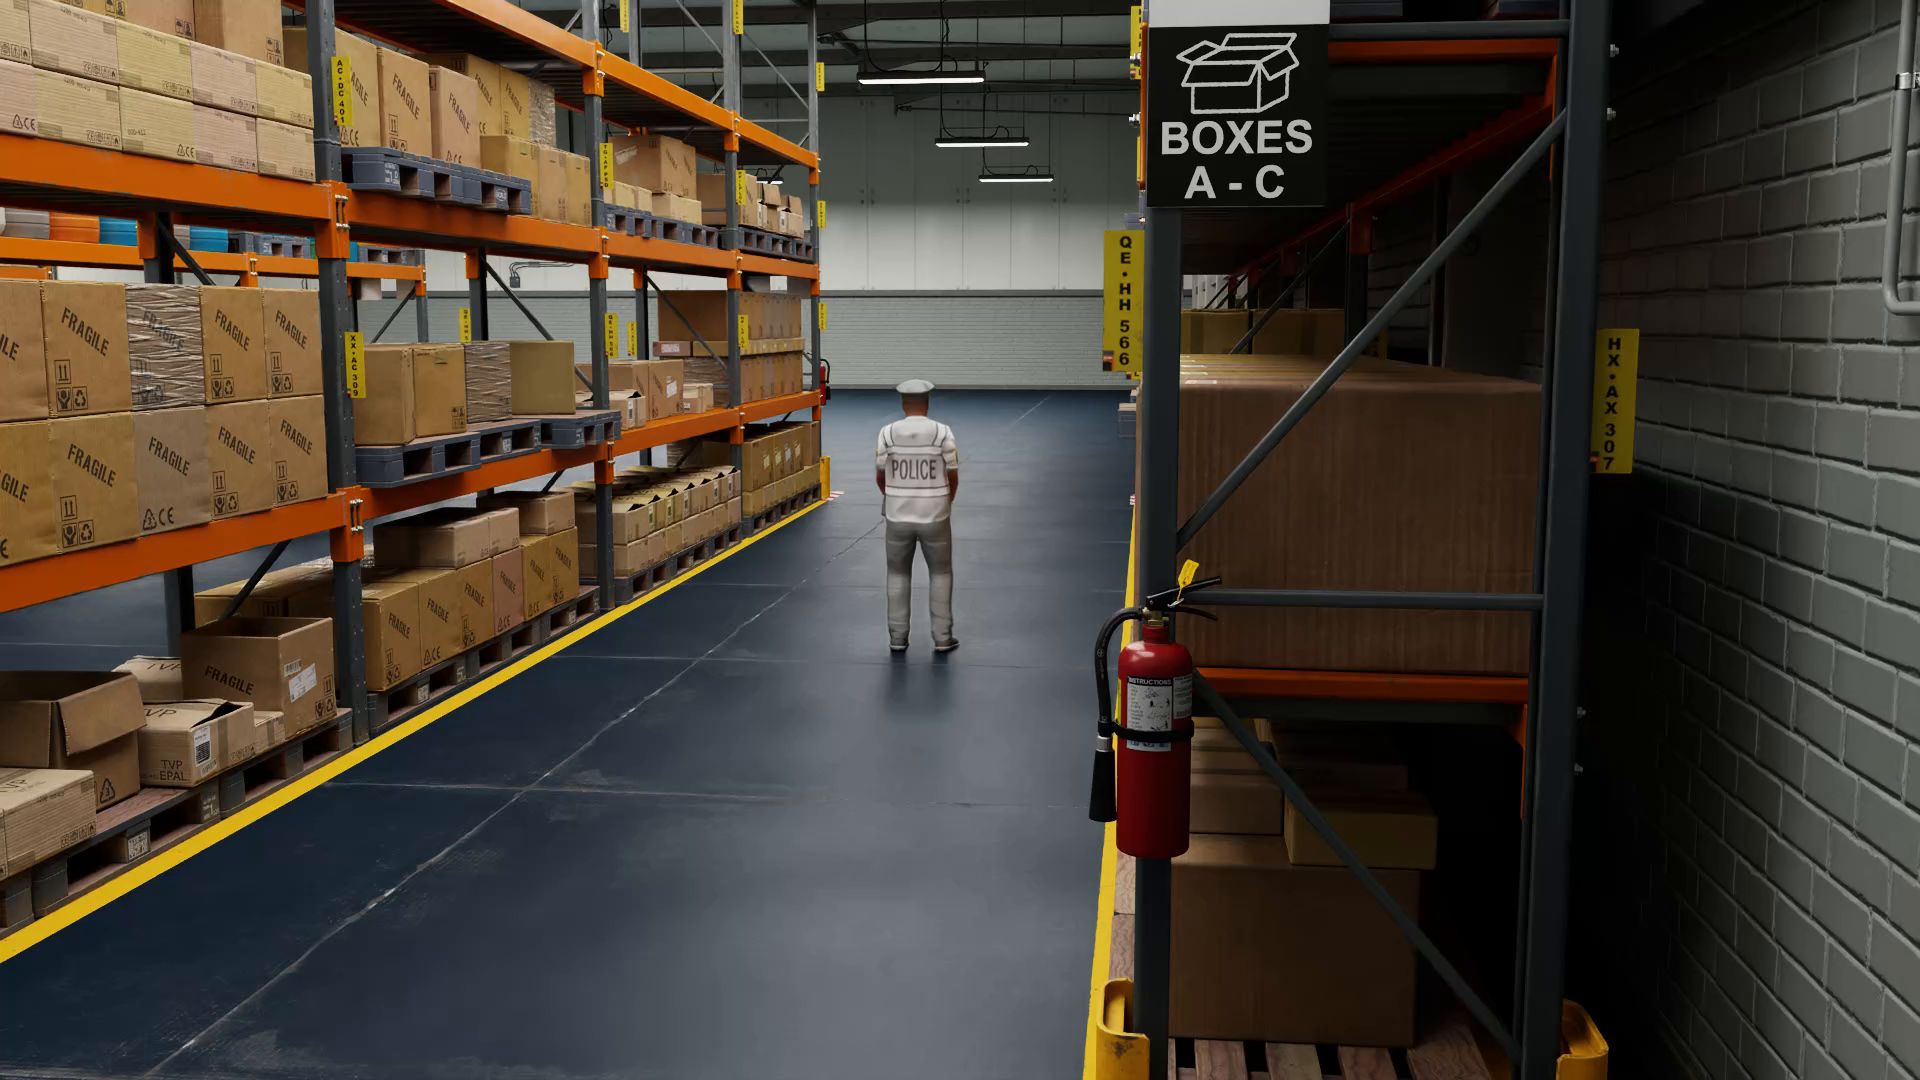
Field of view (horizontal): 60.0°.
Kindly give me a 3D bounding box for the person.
[{"bbox_3d":[-0.289,-0.148,10.871,0.606,1.750,0.440,0,8,3],"label":"person"}]
